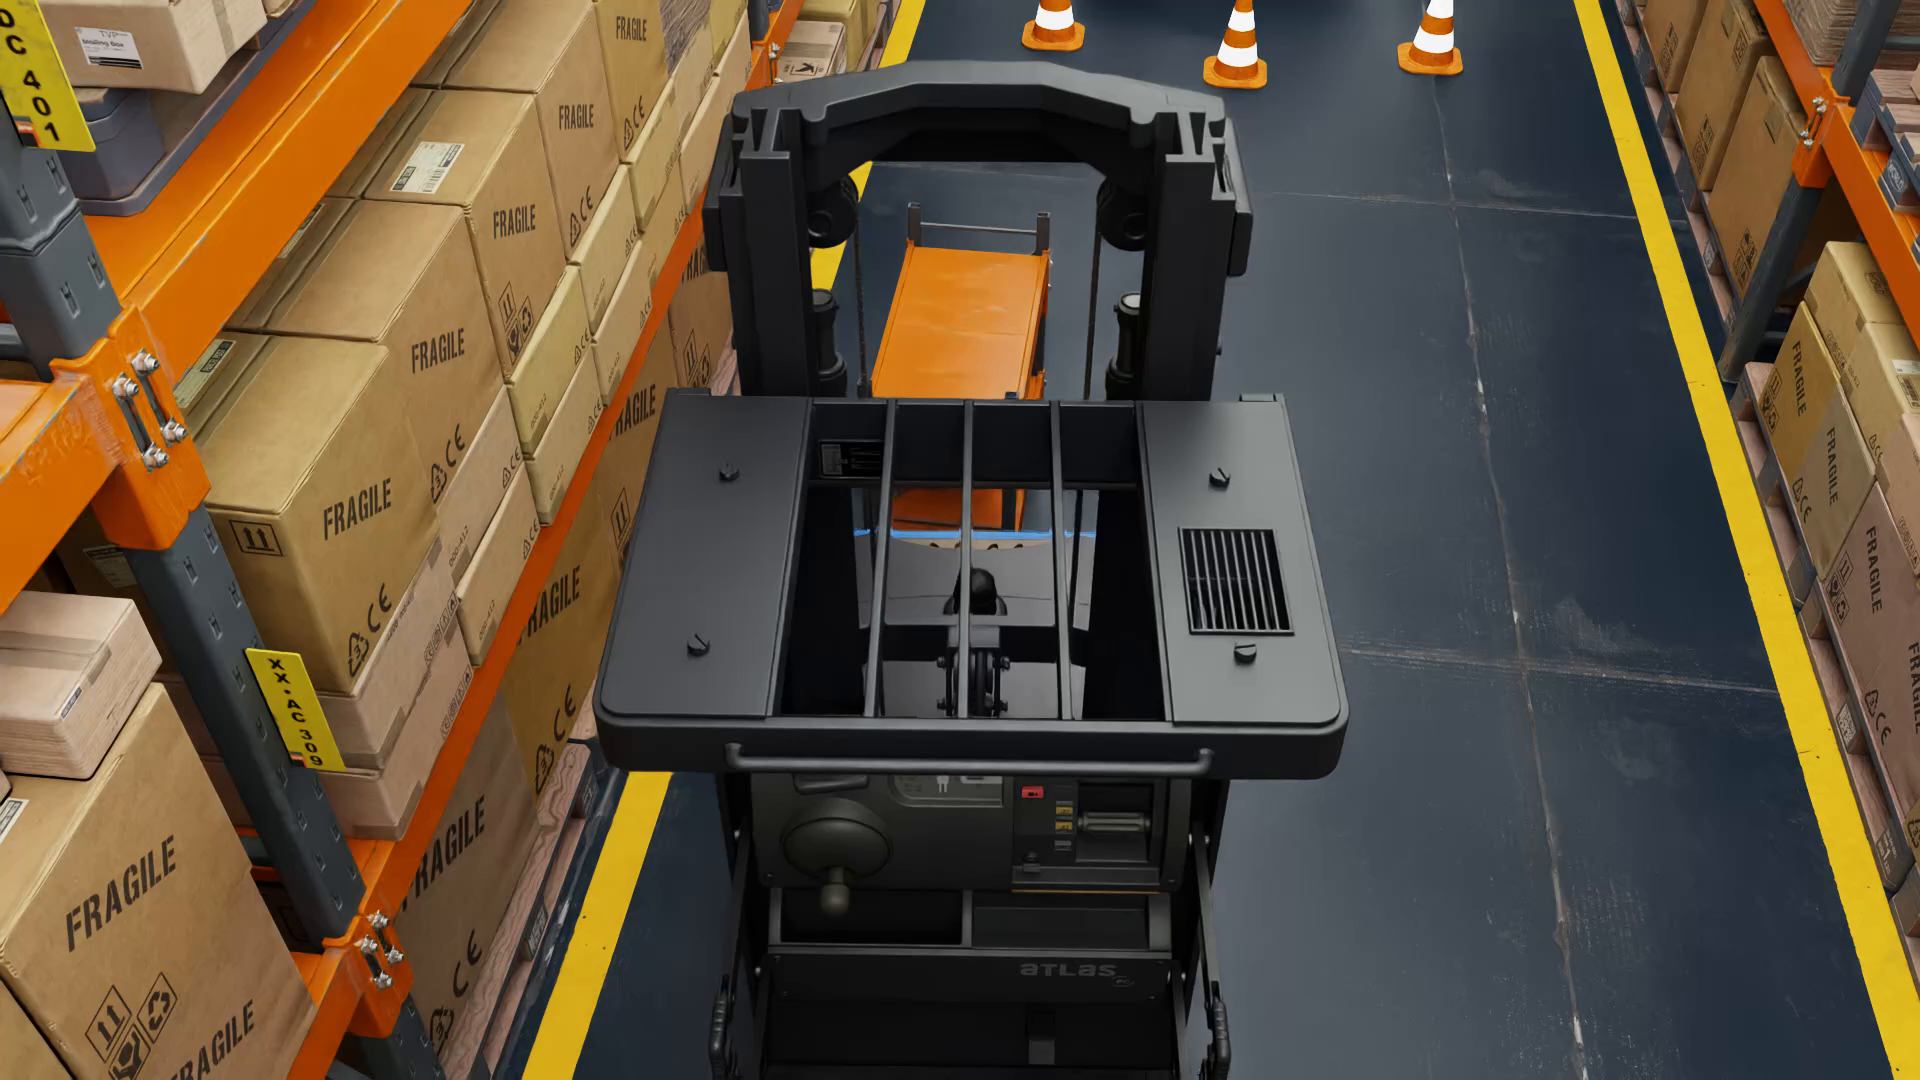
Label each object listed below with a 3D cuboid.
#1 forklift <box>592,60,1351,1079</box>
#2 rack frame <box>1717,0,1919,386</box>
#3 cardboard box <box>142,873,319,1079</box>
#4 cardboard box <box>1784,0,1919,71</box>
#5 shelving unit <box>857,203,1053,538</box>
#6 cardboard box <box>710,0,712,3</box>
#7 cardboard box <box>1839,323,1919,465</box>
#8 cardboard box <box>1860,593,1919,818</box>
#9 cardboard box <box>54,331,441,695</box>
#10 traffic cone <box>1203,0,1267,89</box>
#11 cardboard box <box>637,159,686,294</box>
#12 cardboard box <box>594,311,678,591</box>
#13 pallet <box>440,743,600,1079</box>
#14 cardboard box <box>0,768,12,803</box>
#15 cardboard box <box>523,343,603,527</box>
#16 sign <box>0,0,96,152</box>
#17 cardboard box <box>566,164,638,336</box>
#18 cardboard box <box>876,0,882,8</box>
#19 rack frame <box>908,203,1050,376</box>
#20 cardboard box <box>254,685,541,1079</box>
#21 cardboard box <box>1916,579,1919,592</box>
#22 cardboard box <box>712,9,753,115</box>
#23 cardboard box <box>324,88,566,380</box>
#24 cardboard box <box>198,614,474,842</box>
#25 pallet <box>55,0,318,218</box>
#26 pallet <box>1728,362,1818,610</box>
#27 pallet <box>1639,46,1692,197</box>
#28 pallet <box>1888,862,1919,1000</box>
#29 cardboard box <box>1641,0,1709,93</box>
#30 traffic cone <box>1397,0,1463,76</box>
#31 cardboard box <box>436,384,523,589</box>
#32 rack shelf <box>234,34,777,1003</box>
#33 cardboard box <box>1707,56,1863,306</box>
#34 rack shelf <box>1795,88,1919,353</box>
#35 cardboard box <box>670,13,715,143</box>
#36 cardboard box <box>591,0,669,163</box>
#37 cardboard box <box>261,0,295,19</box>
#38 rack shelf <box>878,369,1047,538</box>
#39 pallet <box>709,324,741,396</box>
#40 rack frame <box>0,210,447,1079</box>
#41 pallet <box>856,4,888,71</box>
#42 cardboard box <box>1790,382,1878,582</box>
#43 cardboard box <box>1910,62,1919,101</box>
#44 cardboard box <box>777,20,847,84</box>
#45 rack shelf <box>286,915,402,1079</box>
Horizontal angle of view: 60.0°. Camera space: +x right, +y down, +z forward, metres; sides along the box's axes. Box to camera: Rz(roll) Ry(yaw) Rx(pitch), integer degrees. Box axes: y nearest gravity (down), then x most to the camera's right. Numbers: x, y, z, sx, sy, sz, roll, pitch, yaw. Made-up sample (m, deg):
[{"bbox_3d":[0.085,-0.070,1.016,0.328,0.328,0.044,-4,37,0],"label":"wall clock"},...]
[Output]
[{"bbox_3d":[0.021,0.694,3.385,1.130,2.935,3.031,1,43,1],"label":"forklift"},{"bbox_3d":[3.684,-1.736,5.902,1.000,3.000,0.127,5,44,6],"label":"rack frame"},{"bbox_3d":[-1.573,0.912,3.032,0.500,0.500,0.500,6,44,6],"label":"cardboard box"},{"bbox_3d":[3.477,-2.103,6.217,0.500,0.500,0.500,5,44,6],"label":"cardboard box"},{"bbox_3d":[-0.001,-0.404,5.858,0.538,1.125,1.048,5,44,6],"label":"shelving unit"},{"bbox_3d":[-1.046,-2.140,5.529,0.500,0.500,0.500,4,44,4],"label":"cardboard box"},{"bbox_3d":[3.285,-0.459,5.521,0.500,0.250,0.500,5,44,5],"label":"cardboard box"},{"bbox_3d":[3.143,0.519,5.032,0.500,0.500,0.500,4,44,5],"label":"cardboard box"},{"bbox_3d":[-1.422,-0.064,3.336,0.500,0.500,0.500,6,44,6],"label":"cardboard box"},{"bbox_3d":[1.469,-2.661,8.724,0.336,0.463,0.334,5,44,6],"label":"traffic cone"},{"bbox_3d":[-1.180,-1.003,5.237,0.500,0.250,0.500,5,44,5],"label":"cardboard box"},{"bbox_3d":[-1.532,-0.427,5.759,0.875,0.875,0.875,6,44,6],"label":"cardboard box"},{"bbox_3d":[-1.738,1.089,4.946,1.003,0.211,1.213,5,44,6],"label":"pallet"},{"bbox_3d":[-1.633,0.383,2.392,0.380,0.149,0.250,6,44,7],"label":"cardboard box"},{"bbox_3d":[-1.295,-0.313,4.508,0.500,0.250,0.500,5,44,5],"label":"cardboard box"},{"bbox_3d":[-1.215,-0.647,2.136,0.100,0.325,0.005,5,44,6],"label":"sign"},{"bbox_3d":[-1.229,-0.836,4.697,0.500,0.250,0.500,4,44,4],"label":"cardboard box"},{"bbox_3d":[-0.866,-3.193,9.047,0.950,0.372,0.625,8,44,8],"label":"cardboard box"},{"bbox_3d":[0.066,-0.750,6.224,0.500,1.125,0.032,5,44,6],"label":"rack frame"},{"bbox_3d":[-1.763,0.798,4.465,0.875,0.875,0.875,6,44,7],"label":"cardboard box"},{"bbox_3d":[3.140,0.232,4.791,0.500,0.250,0.500,3,44,4],"label":"cardboard box"},{"bbox_3d":[-1.046,-1.694,5.967,0.500,0.250,0.500,4,44,4],"label":"cardboard box"},{"bbox_3d":[-1.314,-0.755,4.065,0.500,0.500,0.500,4,44,4],"label":"cardboard box"},{"bbox_3d":[-1.445,0.388,3.768,0.500,0.250,0.500,4,44,5],"label":"cardboard box"},{"bbox_3d":[-1.693,-1.040,3.124,0.805,0.209,1.217,4,44,4],"label":"pallet"},{"bbox_3d":[3.579,-0.191,6.298,1.003,0.211,1.213,5,44,6],"label":"pallet"},{"bbox_3d":[4.026,-2.083,8.296,1.003,0.211,1.213,5,44,6],"label":"pallet"},{"bbox_3d":[3.256,1.472,4.542,1.003,0.211,1.213,5,44,6],"label":"pallet"},{"bbox_3d":[4.088,-2.709,8.260,1.050,0.750,0.750,5,44,6],"label":"cardboard box"},{"bbox_3d":[2.538,-2.764,8.833,0.336,0.463,0.334,5,44,6],"label":"traffic cone"},{"bbox_3d":[-1.386,-0.150,3.972,0.500,0.250,0.500,6,44,6],"label":"cardboard box"},{"bbox_3d":[-1.501,-0.493,5.112,1.077,0.370,4.000,5,44,6],"label":"rack shelf"},{"bbox_3d":[3.853,-1.478,6.960,1.050,0.750,0.750,5,44,5],"label":"cardboard box"},{"bbox_3d":[3.419,-0.112,4.709,1.077,0.370,4.000,5,44,6],"label":"rack shelf"},{"bbox_3d":[-1.113,-1.541,5.441,0.500,0.250,0.500,4,44,4],"label":"cardboard box"},{"bbox_3d":[-1.177,-1.452,4.802,0.500,0.500,0.500,5,44,6],"label":"cardboard box"},{"bbox_3d":[-1.361,-1.243,2.821,0.500,0.500,0.500,5,44,5],"label":"cardboard box"},{"bbox_3d":[-0.001,-0.226,6.027,0.538,0.278,1.000,5,44,6],"label":"rack shelf"},{"bbox_3d":[-1.415,-0.574,6.703,1.003,0.211,1.213,5,44,6],"label":"pallet"},{"bbox_3d":[-1.765,0.609,3.425,1.000,3.000,0.127,5,44,6],"label":"rack frame"},{"bbox_3d":[-0.968,-2.466,8.701,1.003,0.211,1.213,5,44,6],"label":"pallet"},{"bbox_3d":[3.274,-0.179,5.770,0.500,0.500,0.500,6,44,6],"label":"cardboard box"},{"bbox_3d":[3.424,-1.510,5.541,0.380,0.149,0.250,5,44,5],"label":"cardboard box"},{"bbox_3d":[-1.062,-2.203,8.001,0.950,0.372,0.625,4,44,5],"label":"cardboard box"},{"bbox_3d":[-2.030,2.233,2.233,1.077,0.370,4.000,5,44,6],"label":"rack shelf"}]
